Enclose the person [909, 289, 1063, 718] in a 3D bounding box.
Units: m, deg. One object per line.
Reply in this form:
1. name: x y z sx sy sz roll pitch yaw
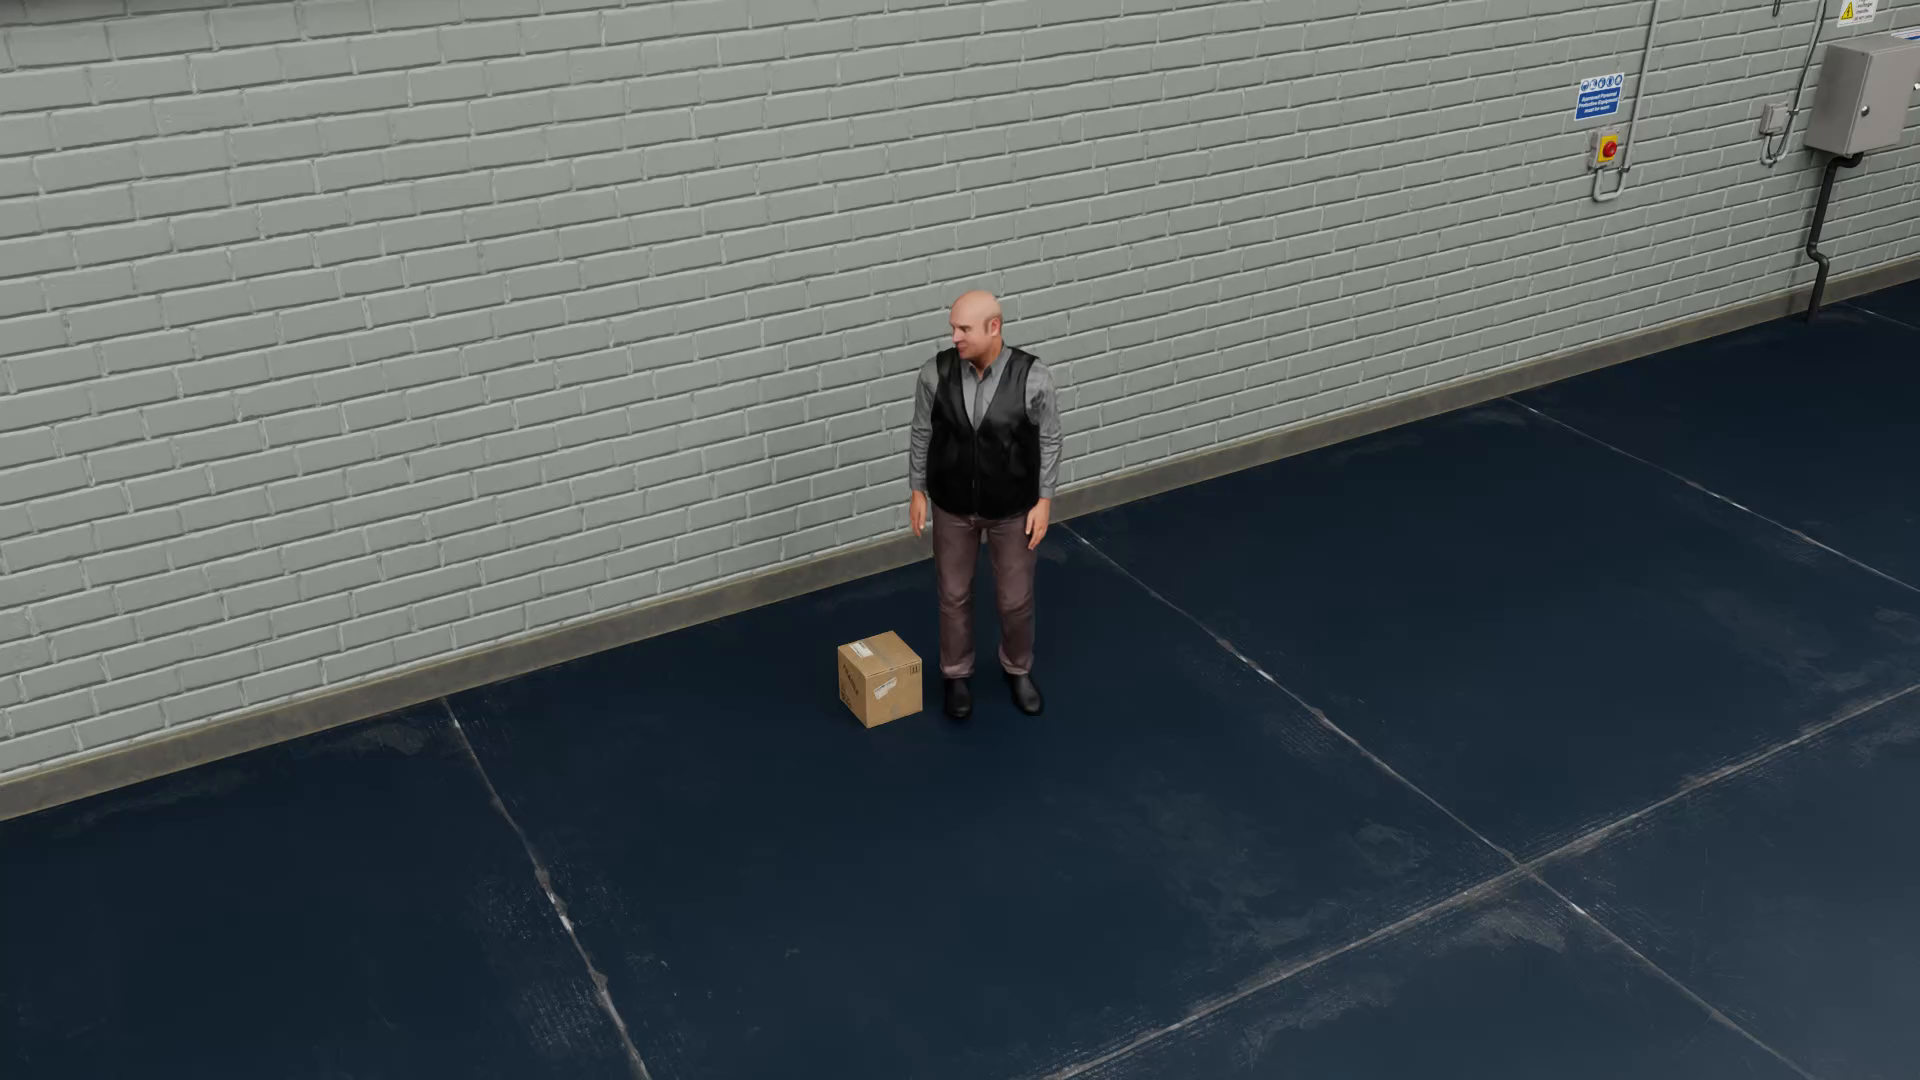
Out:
1. person: 0.087 -0.110 6.335 0.583 1.750 0.397 5 29 10
